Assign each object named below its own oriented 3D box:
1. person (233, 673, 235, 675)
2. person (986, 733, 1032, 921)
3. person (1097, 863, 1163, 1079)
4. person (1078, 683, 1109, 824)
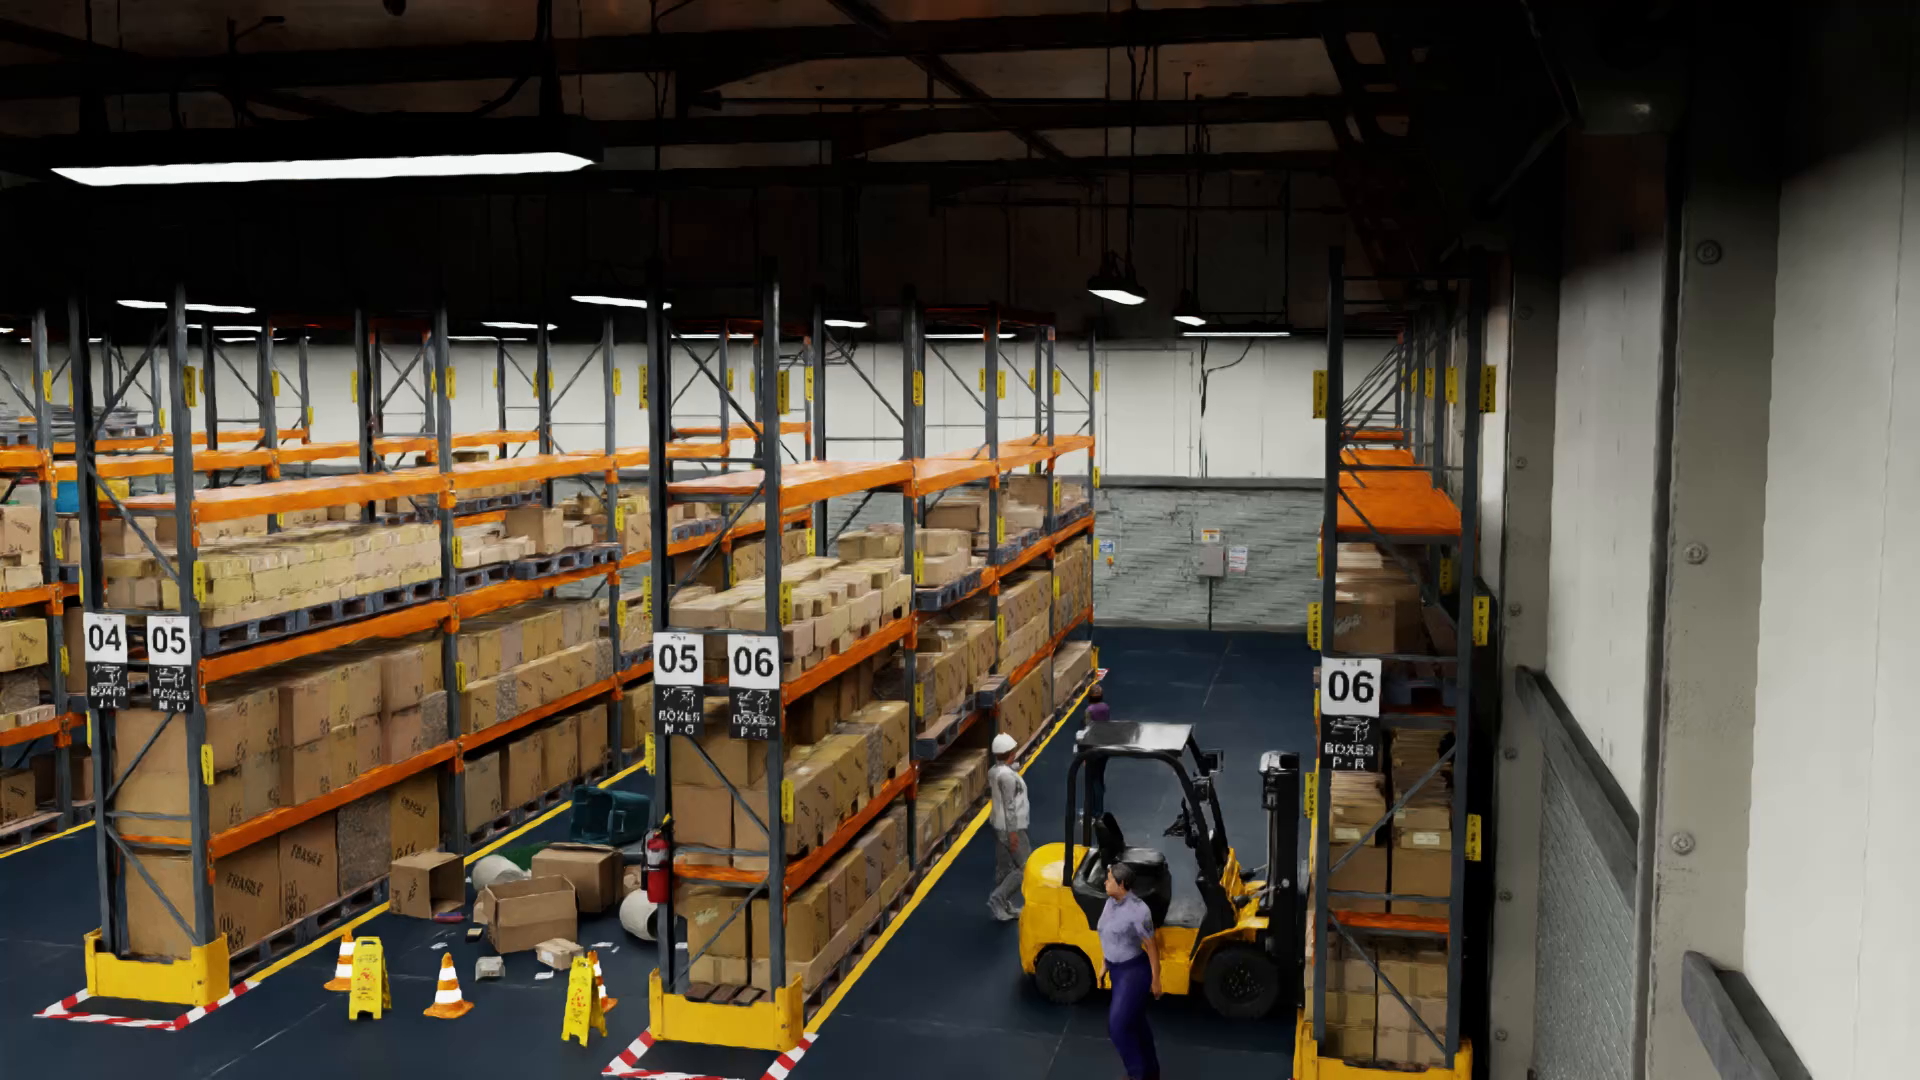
[{"bbox_3d":[-8.545,2.361,19.868,0.360,1.724,0.526,-2,6,-15],"label":"person"},{"bbox_3d":[0.441,2.704,15.652,0.446,1.770,0.569,-1,6,-14],"label":"person"},{"bbox_3d":[1.232,3.344,11.977,0.475,1.230,0.608,-2,6,-19],"label":"person"},{"bbox_3d":[1.527,2.435,19.059,0.454,1.599,0.467,5,8,43],"label":"person"}]
